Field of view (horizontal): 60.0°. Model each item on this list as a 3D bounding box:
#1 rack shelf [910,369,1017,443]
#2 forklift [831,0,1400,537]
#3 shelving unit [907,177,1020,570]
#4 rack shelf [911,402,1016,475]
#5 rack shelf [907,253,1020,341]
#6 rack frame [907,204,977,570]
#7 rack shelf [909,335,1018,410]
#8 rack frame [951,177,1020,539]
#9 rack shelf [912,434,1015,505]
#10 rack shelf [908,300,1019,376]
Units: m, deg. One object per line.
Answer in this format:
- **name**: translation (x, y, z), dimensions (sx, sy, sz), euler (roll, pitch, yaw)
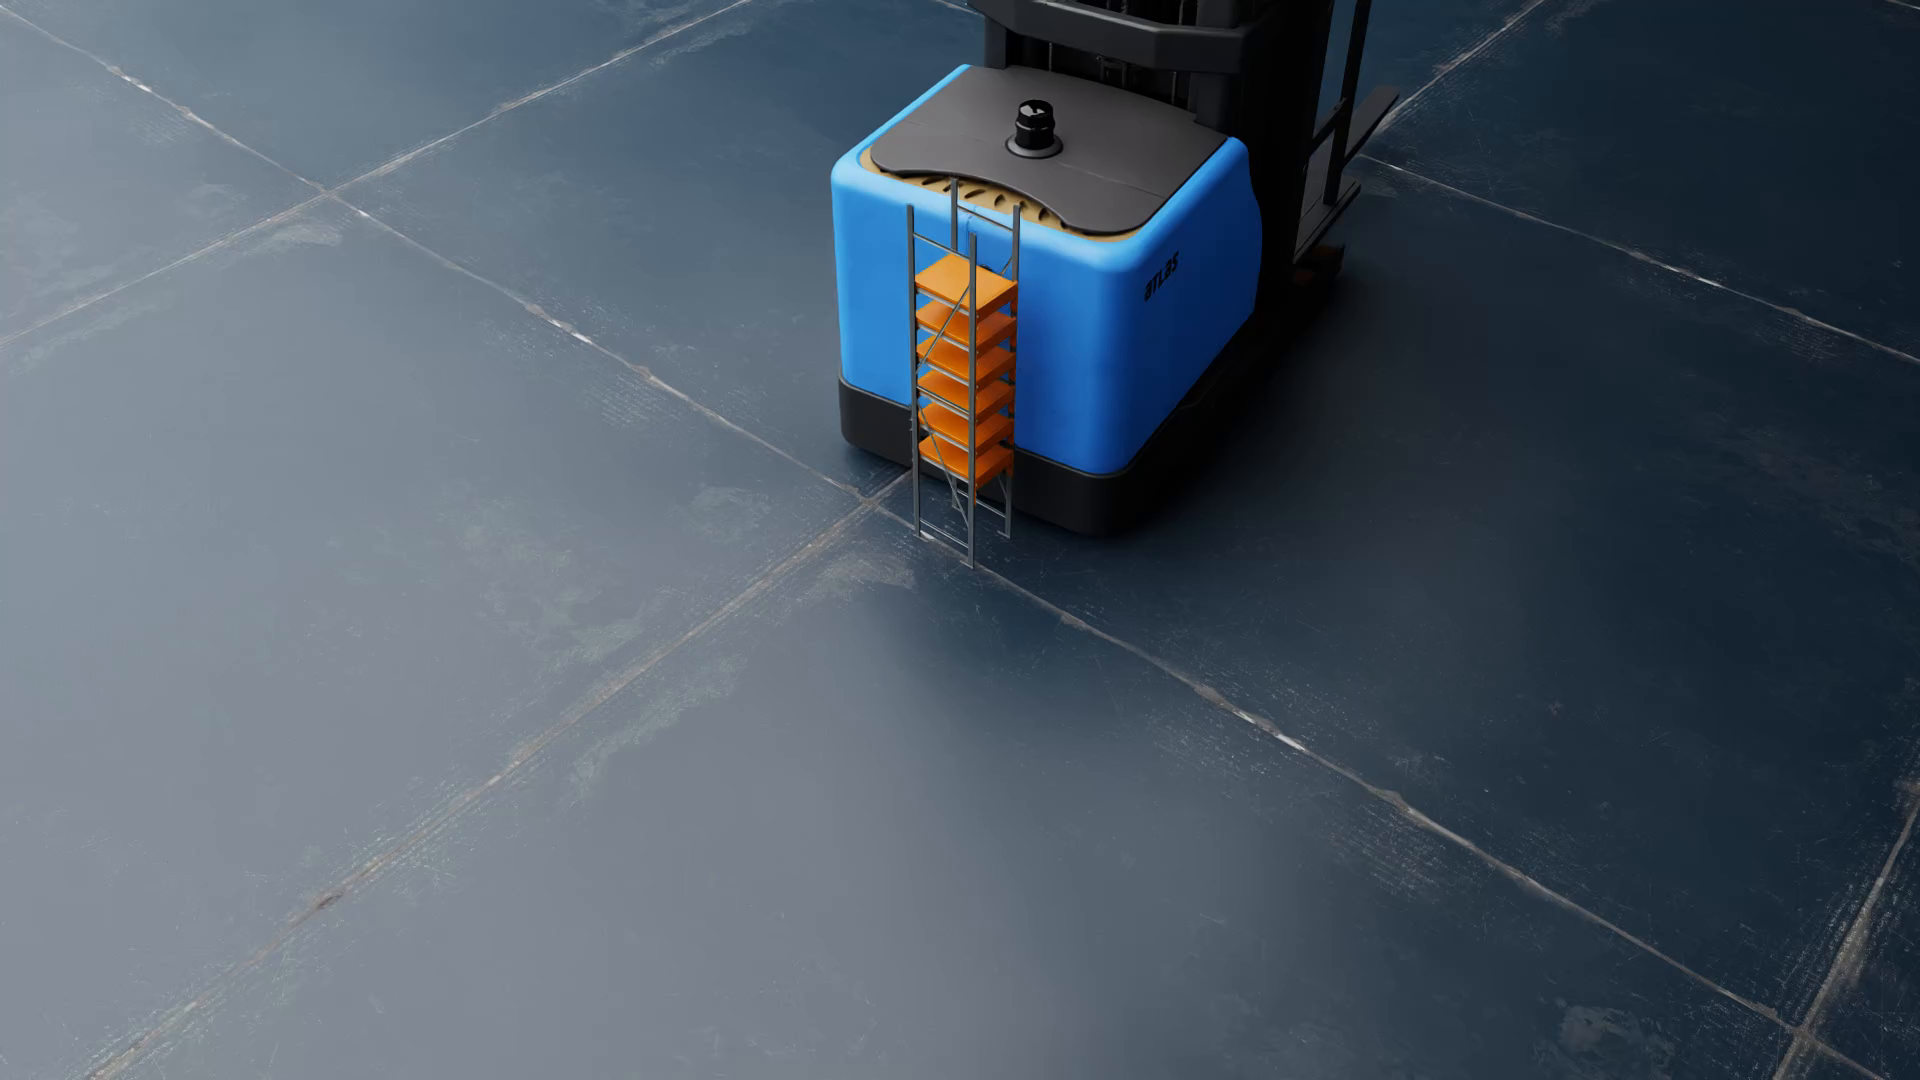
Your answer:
- **rack shelf**: translation (0.009, -0.419, 4.884), dimensions (0.258, 0.103, 0.180), euler (29, 50, 28)
- **forklift**: translation (0.791, -2.070, 5.347), dimensions (1.130, 2.935, 3.031), euler (22, 47, 22)
- **shelving unit**: translation (0.009, -0.451, 4.855), dimensions (0.258, 1.200, 0.189), euler (29, 50, 28)
- **rack shelf**: translation (0.009, -0.330, 4.965), dimensions (0.258, 0.103, 0.180), euler (29, 50, 28)
- **rack shelf**: translation (0.009, -0.685, 4.642), dimensions (0.258, 0.103, 0.180), euler (29, 50, 28)
- **rack frame**: translation (-0.050, -0.404, 4.803), dimensions (0.240, 1.200, 0.006), euler (29, 50, 28)
- **rack shelf**: translation (0.009, -0.507, 4.804), dimensions (0.258, 0.103, 0.180), euler (29, 50, 28)
- **rack frame**: translation (0.068, -0.498, 4.906), dimensions (0.240, 1.200, 0.006), euler (29, 50, 28)
- **rack shelf**: translation (0.009, -0.241, 5.046), dimensions (0.258, 0.103, 0.180), euler (29, 50, 28)
- **rack shelf**: translation (0.009, -0.596, 4.723), dimensions (0.258, 0.103, 0.180), euler (29, 50, 28)
